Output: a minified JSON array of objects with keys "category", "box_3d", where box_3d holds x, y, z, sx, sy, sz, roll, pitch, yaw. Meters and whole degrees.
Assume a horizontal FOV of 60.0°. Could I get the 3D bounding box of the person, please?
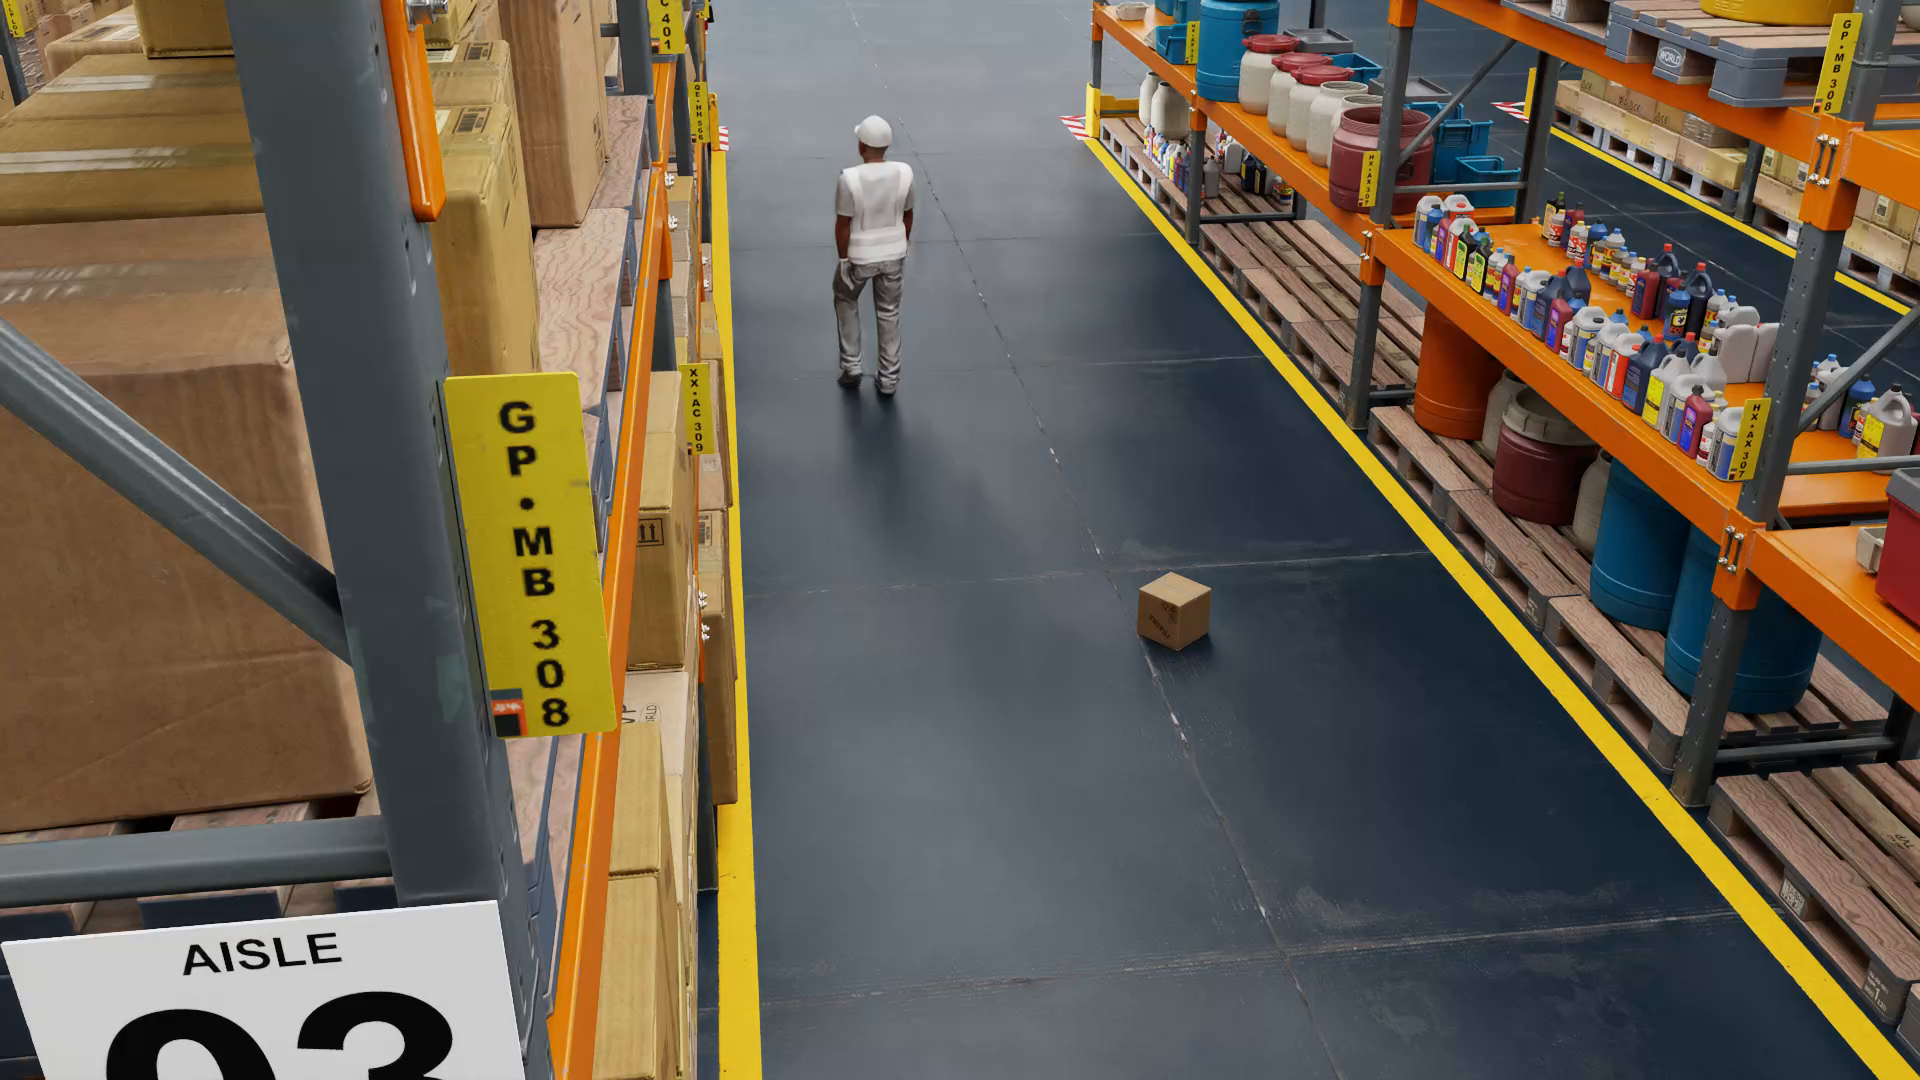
[{"category":"person","box_3d":[-0.557,-1.804,10.666,0.550,1.842,0.492,-9,28,-16]}]
